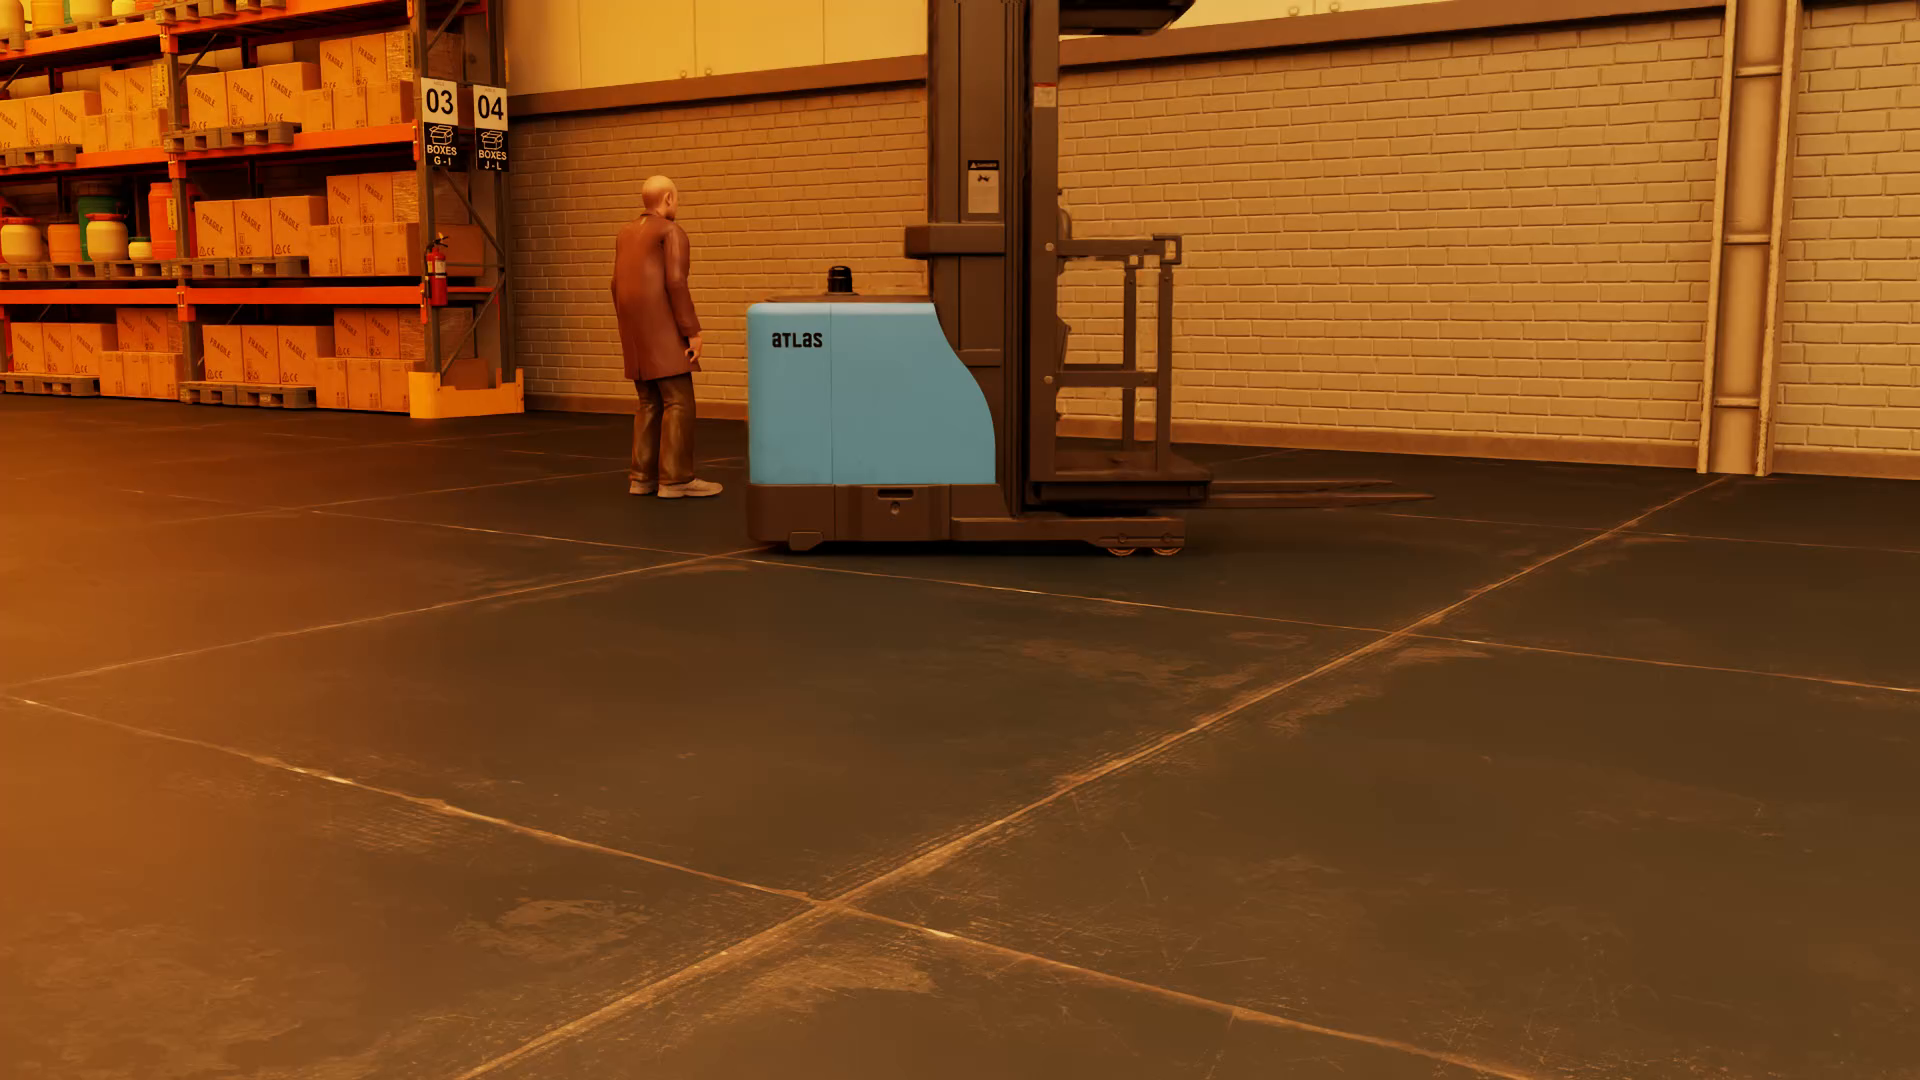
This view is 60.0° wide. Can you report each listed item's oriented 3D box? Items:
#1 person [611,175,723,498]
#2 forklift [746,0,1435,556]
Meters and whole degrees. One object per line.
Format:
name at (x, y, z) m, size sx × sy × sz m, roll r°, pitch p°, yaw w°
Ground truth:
person at (-1.682, -1.136, 9.292) m, size 0.652 × 1.773 × 0.427 m, roll 7°, pitch 11°, yaw 42°
forklift at (0.578, -1.457, 7.439) m, size 3.031 × 2.935 × 1.130 m, roll 0°, pitch 8°, yaw -3°
